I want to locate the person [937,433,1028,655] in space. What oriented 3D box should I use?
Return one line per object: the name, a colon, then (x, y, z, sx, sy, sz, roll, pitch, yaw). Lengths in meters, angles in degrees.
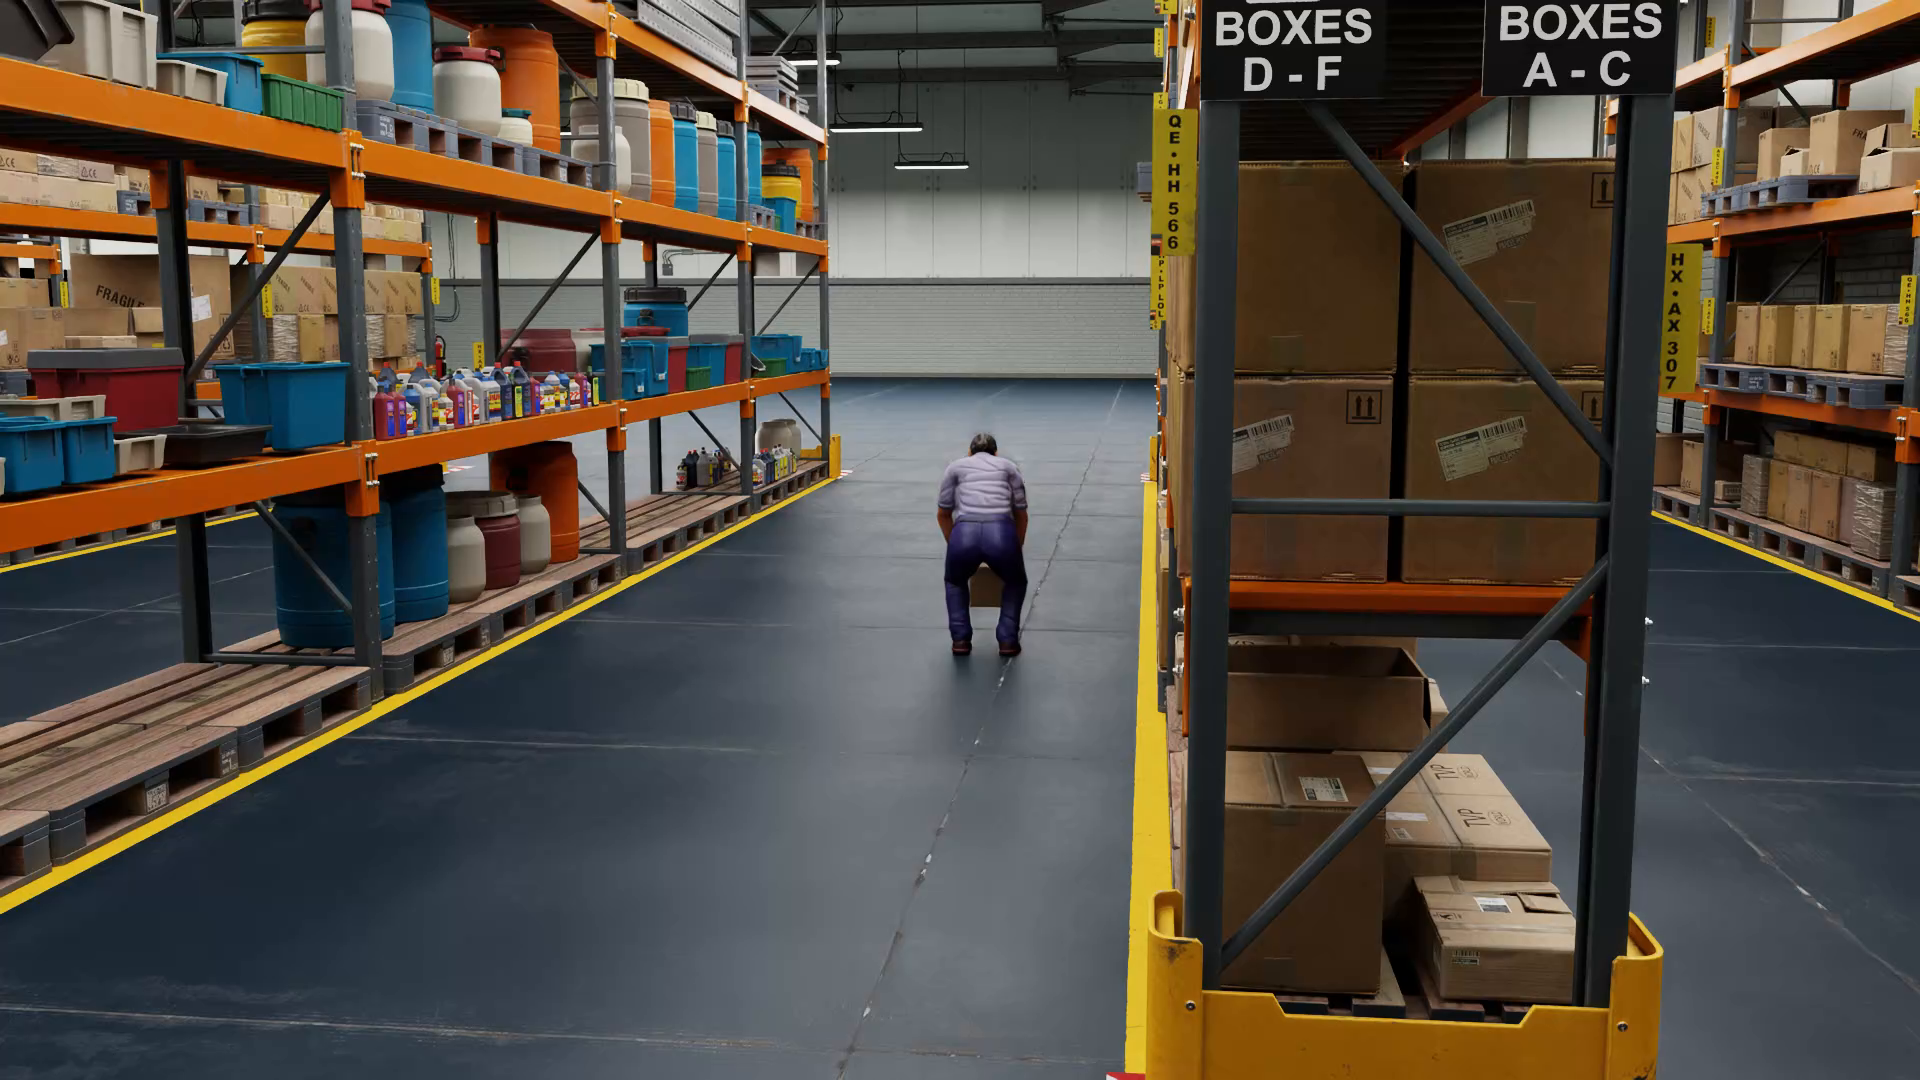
person: (0.119, 0.025, 9.656, 0.538, 1.258, 0.715, 1, 8, 6)
